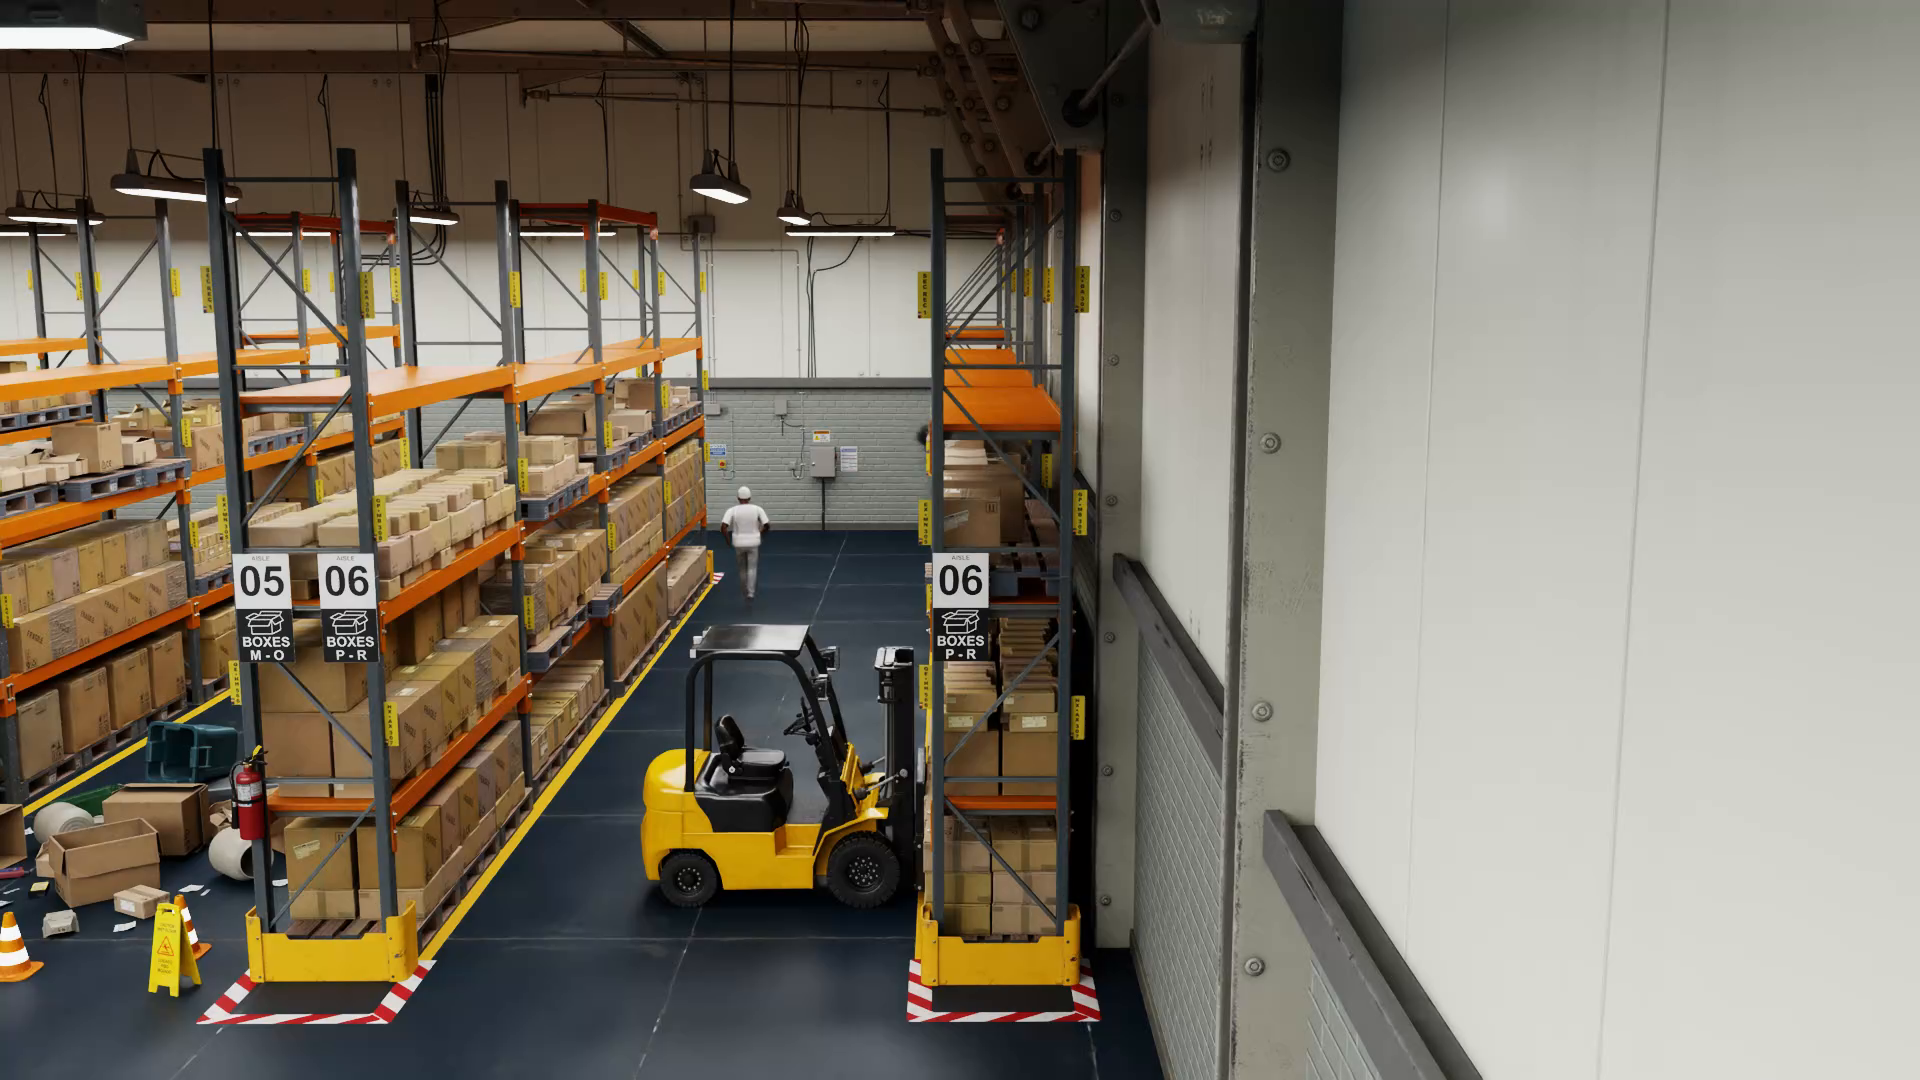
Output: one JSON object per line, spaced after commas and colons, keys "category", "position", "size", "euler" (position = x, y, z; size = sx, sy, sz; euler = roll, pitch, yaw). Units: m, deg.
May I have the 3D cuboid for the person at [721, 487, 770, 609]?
{"category": "person", "position": [-3.150, 0.100, 24.546], "size": [0.707, 1.787, 0.820], "euler": [-1, 9, -3]}
